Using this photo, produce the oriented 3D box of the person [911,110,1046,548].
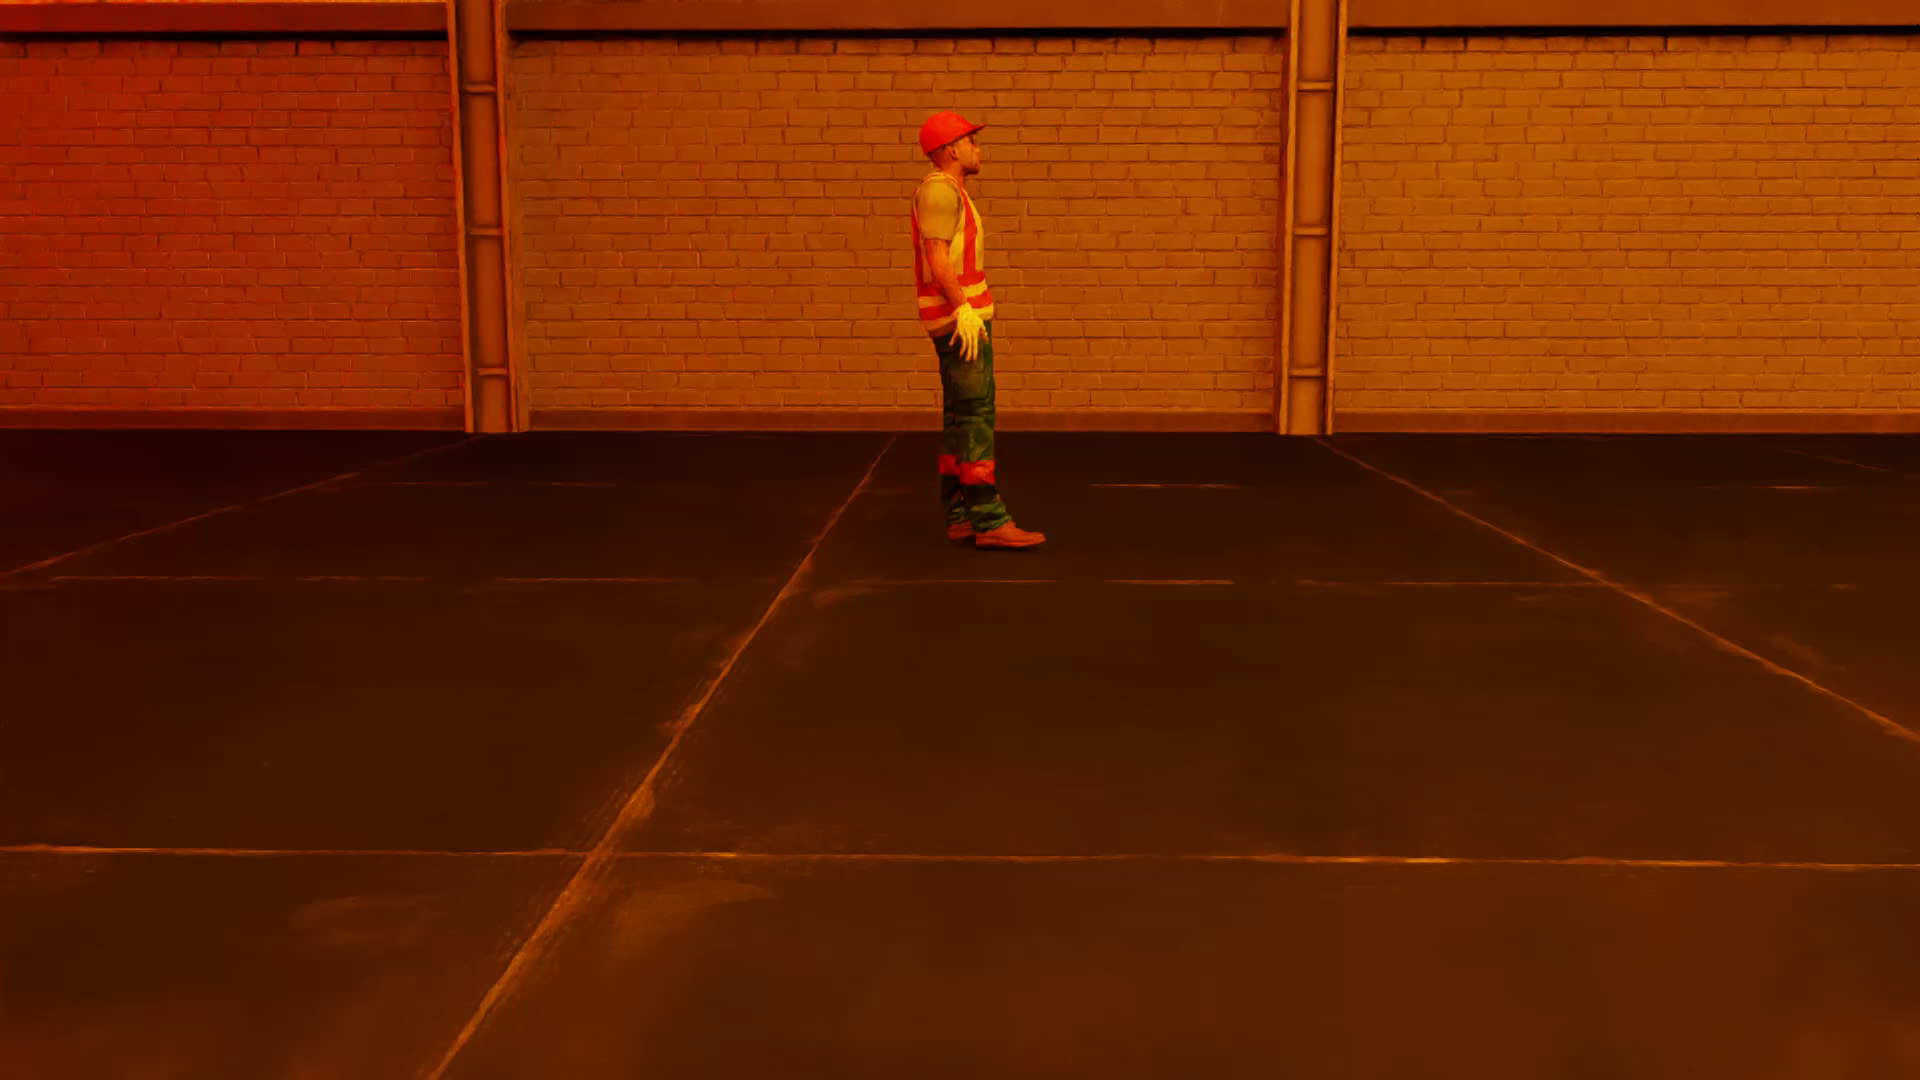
[{"bbox_3d":[0.080,-0.889,6.978,0.563,1.787,0.637,0,9,1],"label":"person"}]
